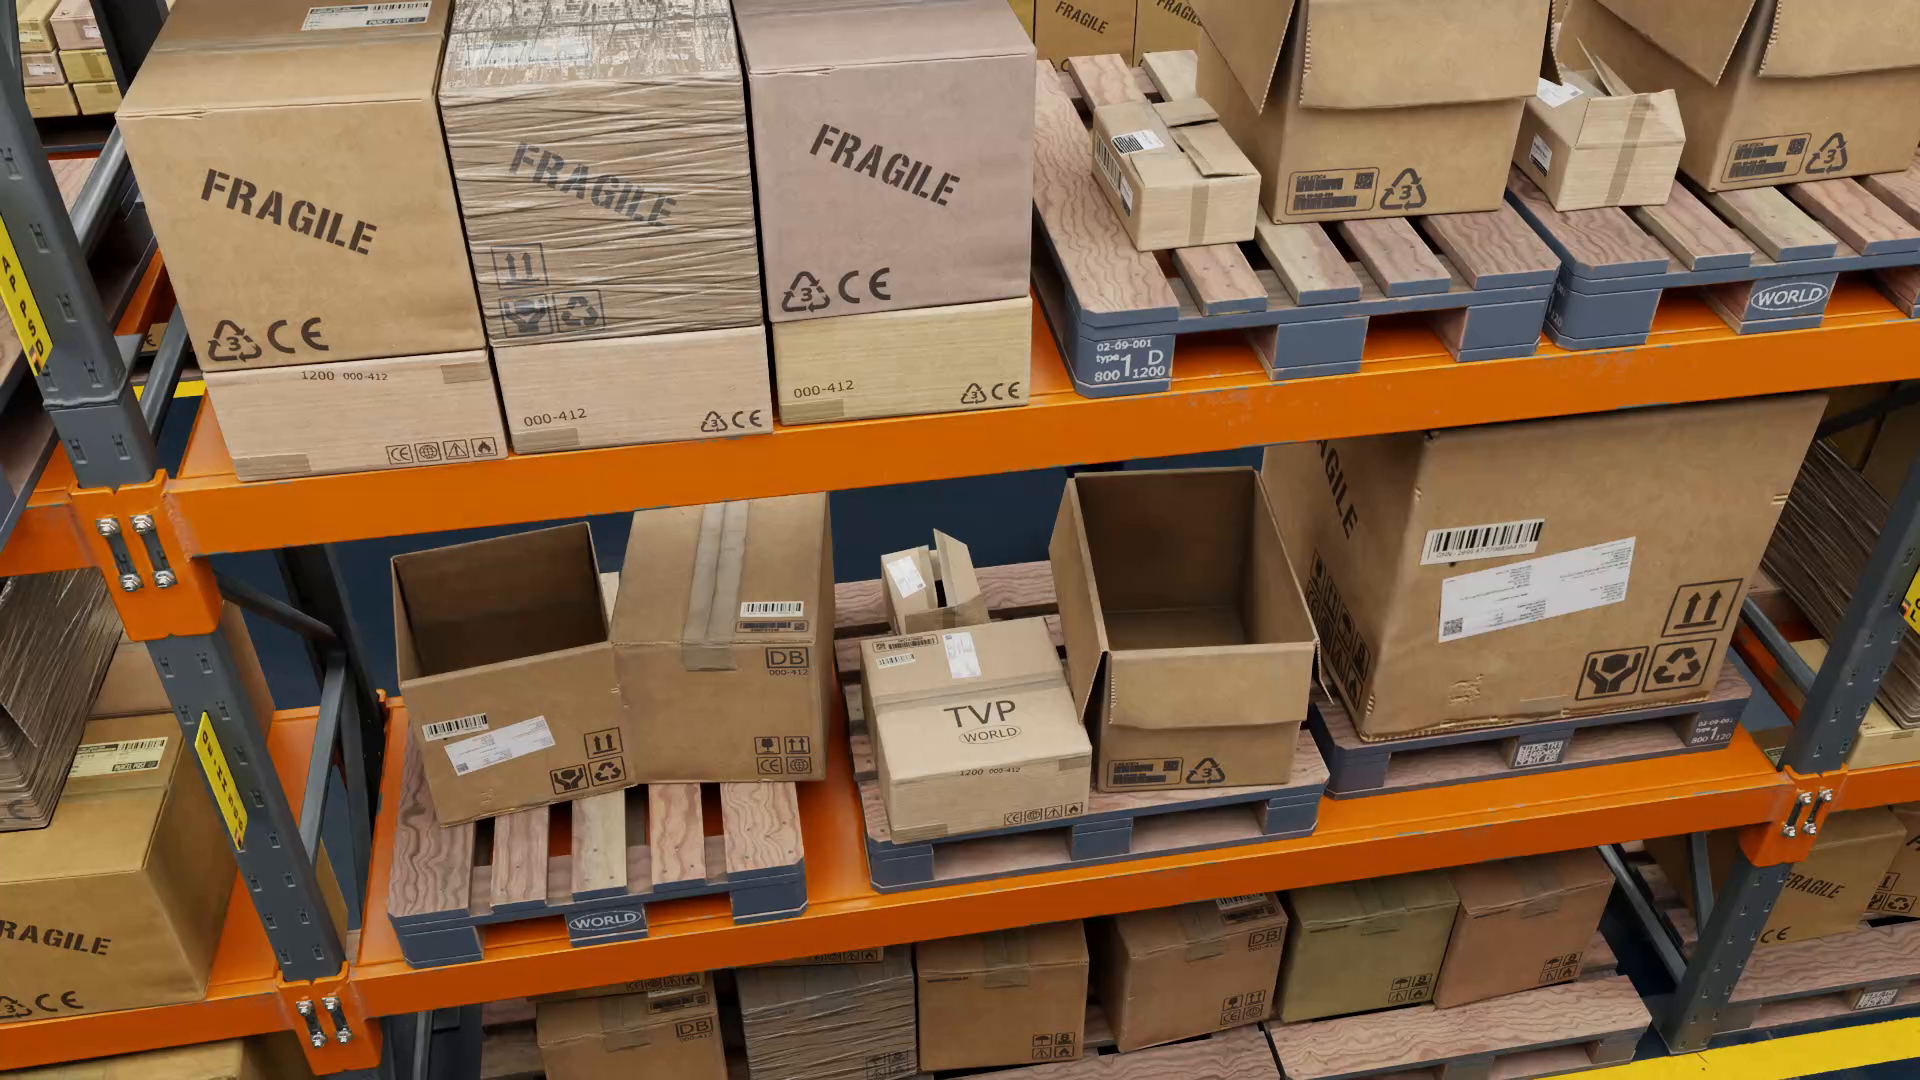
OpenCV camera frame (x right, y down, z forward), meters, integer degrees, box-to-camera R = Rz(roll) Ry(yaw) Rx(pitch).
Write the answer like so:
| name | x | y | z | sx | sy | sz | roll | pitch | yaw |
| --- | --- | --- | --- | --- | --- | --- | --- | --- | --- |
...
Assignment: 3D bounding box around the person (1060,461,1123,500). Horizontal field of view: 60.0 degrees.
| name | x | y | z | sx | sy | sz | roll | pitch | yaw |
| --- | --- | --- | --- | --- | --- | --- | --- | --- | --- |
| person | 0.547 | -0.506 | 6.785 | 0.421 | 1.655 | 0.524 | -7 | 39 | -9 |
